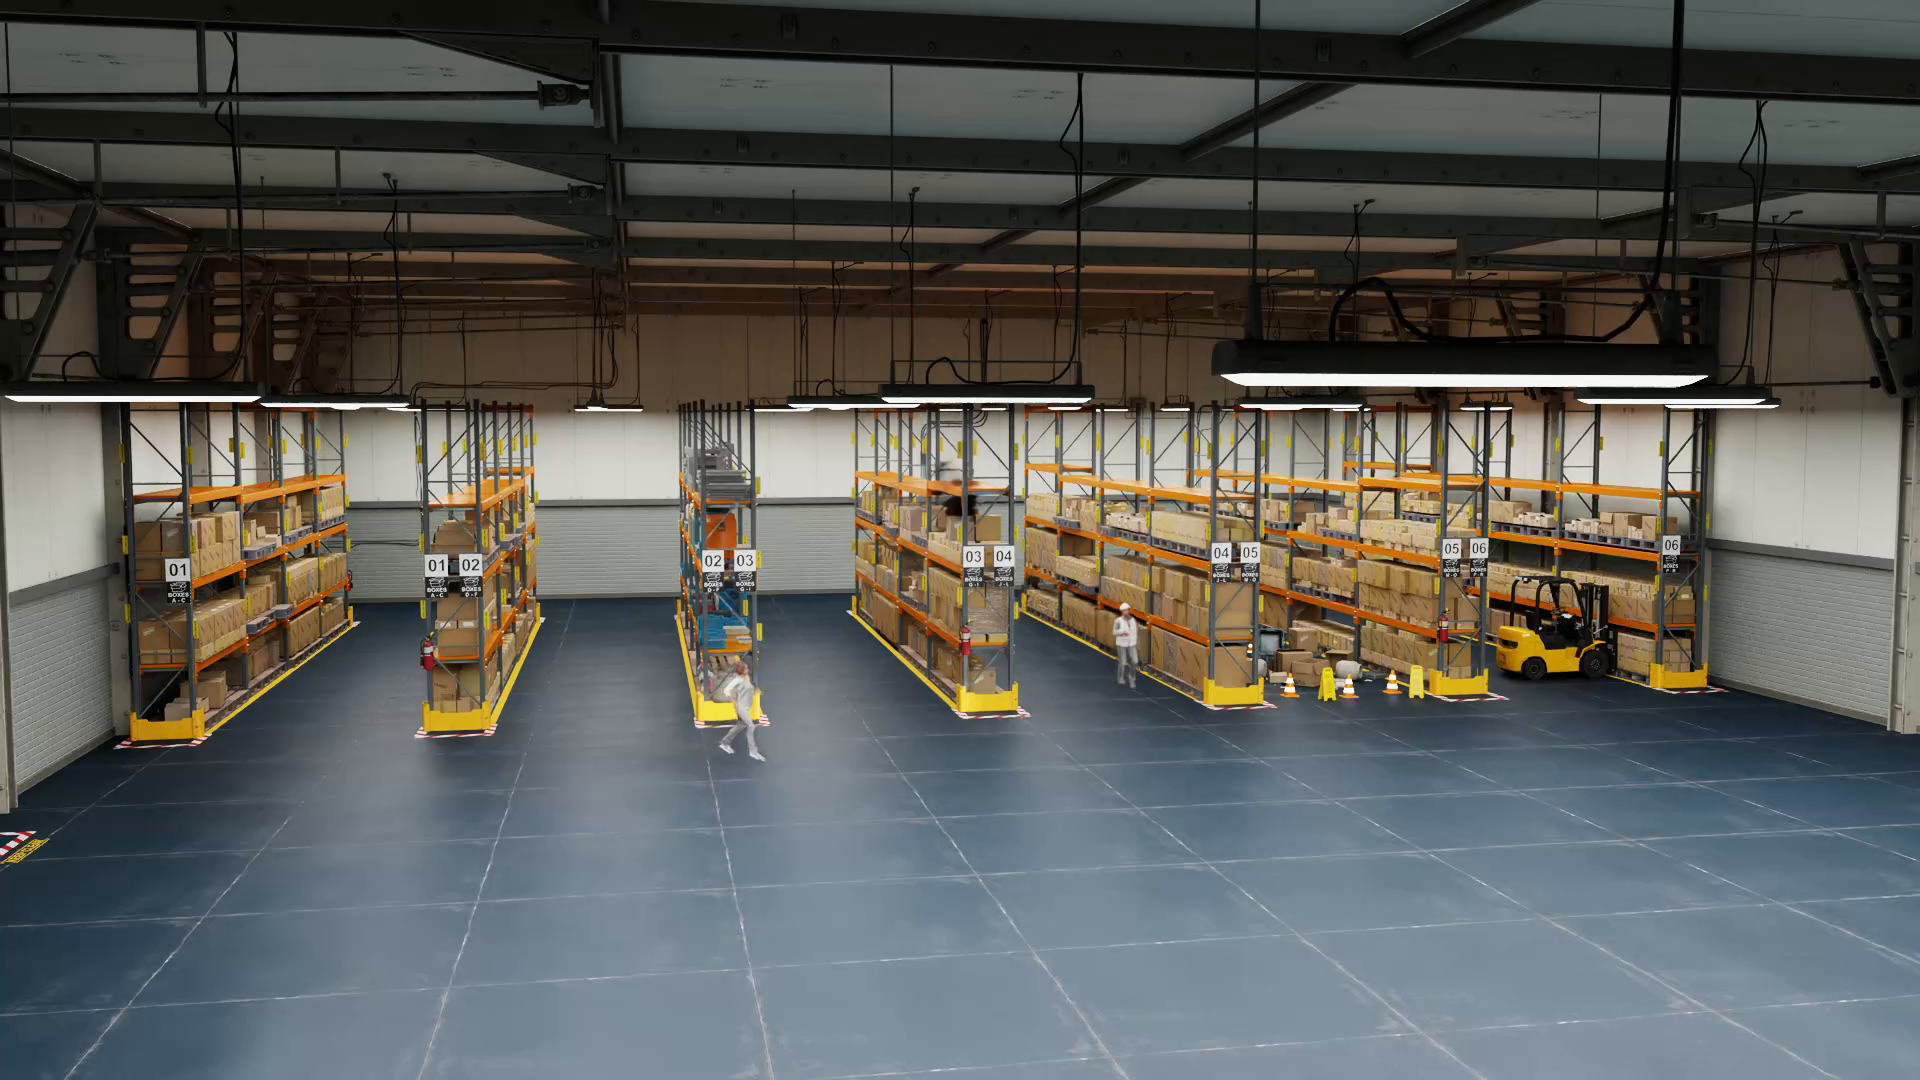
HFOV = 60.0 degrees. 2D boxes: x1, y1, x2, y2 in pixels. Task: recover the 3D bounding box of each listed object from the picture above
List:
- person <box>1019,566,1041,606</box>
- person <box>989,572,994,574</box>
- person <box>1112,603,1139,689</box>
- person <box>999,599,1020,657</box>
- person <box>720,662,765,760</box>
[{"bbox_3d":[2.227,1.107,49.775,0.886,1.841,0.700,-2,5,-22],"label":"person"},{"bbox_3d":[0.718,1.191,48.996,0.860,1.671,0.607,2,5,22],"label":"person"},{"bbox_3d":[3.484,2.226,34.793,0.635,1.822,0.756,-1,4,-13],"label":"person"},{"bbox_3d":[1.156,1.998,39.370,0.591,1.529,0.552,-1,5,-18],"label":"person"},{"bbox_3d":[-3.617,2.832,27.569,0.822,1.603,0.522,1,4,12],"label":"person"}]
